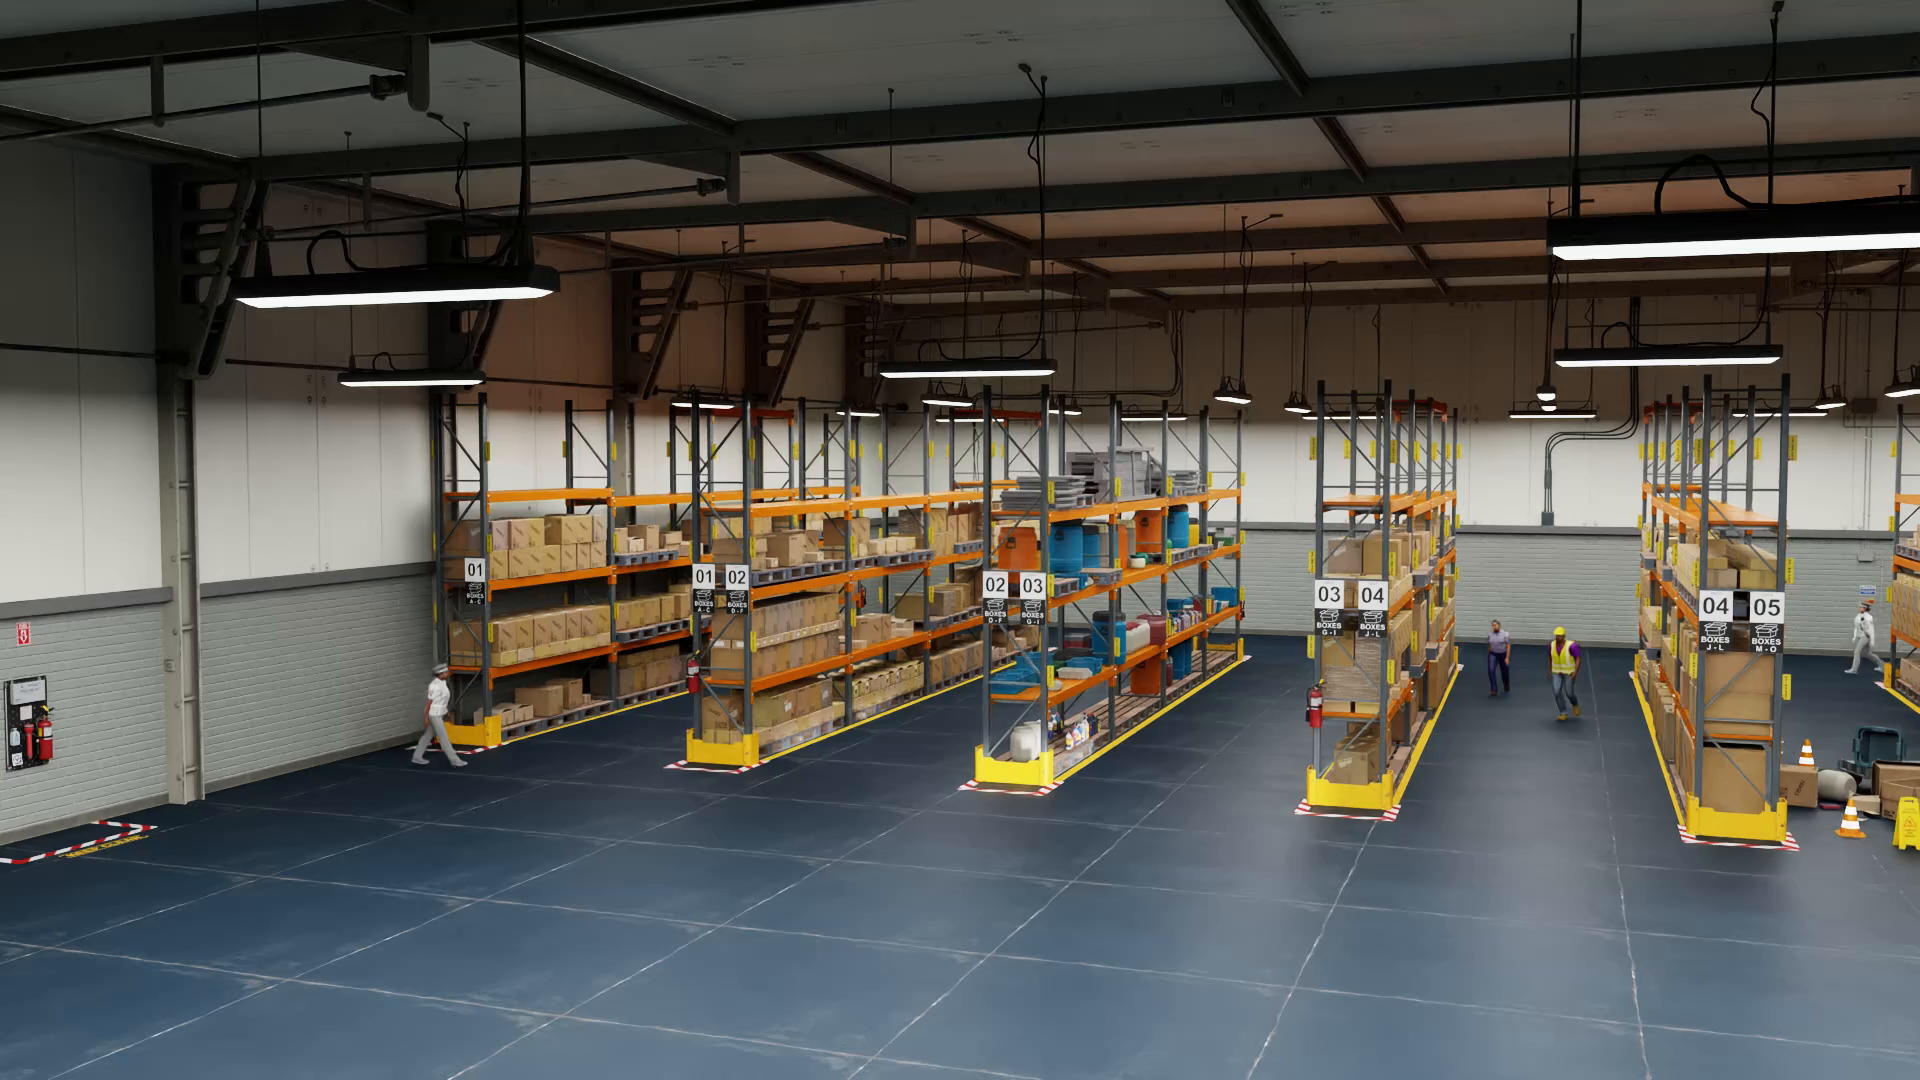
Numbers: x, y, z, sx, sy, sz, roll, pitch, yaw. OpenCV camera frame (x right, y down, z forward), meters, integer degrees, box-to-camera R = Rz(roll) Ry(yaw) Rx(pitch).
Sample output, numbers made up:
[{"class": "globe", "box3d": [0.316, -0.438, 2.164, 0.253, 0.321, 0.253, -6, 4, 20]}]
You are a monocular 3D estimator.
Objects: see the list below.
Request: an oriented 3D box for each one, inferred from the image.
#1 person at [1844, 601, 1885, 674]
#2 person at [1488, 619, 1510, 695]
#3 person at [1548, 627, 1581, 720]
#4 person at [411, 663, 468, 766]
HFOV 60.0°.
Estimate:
[{"class": "person", "box3d": [20.329, 2.182, 37.325, 0.969, 1.638, 0.500, 0, 3, 2]}, {"class": "person", "box3d": [11.120, 2.399, 34.333, 0.469, 1.524, 0.965, 2, 3, 27]}, {"class": "person", "box3d": [11.332, 2.481, 31.142, 0.630, 1.732, 0.717, 3, 4, 40]}, {"class": "person", "box3d": [-8.255, 2.758, 26.380, 0.996, 1.615, 0.517, 0, 3, 7]}]
